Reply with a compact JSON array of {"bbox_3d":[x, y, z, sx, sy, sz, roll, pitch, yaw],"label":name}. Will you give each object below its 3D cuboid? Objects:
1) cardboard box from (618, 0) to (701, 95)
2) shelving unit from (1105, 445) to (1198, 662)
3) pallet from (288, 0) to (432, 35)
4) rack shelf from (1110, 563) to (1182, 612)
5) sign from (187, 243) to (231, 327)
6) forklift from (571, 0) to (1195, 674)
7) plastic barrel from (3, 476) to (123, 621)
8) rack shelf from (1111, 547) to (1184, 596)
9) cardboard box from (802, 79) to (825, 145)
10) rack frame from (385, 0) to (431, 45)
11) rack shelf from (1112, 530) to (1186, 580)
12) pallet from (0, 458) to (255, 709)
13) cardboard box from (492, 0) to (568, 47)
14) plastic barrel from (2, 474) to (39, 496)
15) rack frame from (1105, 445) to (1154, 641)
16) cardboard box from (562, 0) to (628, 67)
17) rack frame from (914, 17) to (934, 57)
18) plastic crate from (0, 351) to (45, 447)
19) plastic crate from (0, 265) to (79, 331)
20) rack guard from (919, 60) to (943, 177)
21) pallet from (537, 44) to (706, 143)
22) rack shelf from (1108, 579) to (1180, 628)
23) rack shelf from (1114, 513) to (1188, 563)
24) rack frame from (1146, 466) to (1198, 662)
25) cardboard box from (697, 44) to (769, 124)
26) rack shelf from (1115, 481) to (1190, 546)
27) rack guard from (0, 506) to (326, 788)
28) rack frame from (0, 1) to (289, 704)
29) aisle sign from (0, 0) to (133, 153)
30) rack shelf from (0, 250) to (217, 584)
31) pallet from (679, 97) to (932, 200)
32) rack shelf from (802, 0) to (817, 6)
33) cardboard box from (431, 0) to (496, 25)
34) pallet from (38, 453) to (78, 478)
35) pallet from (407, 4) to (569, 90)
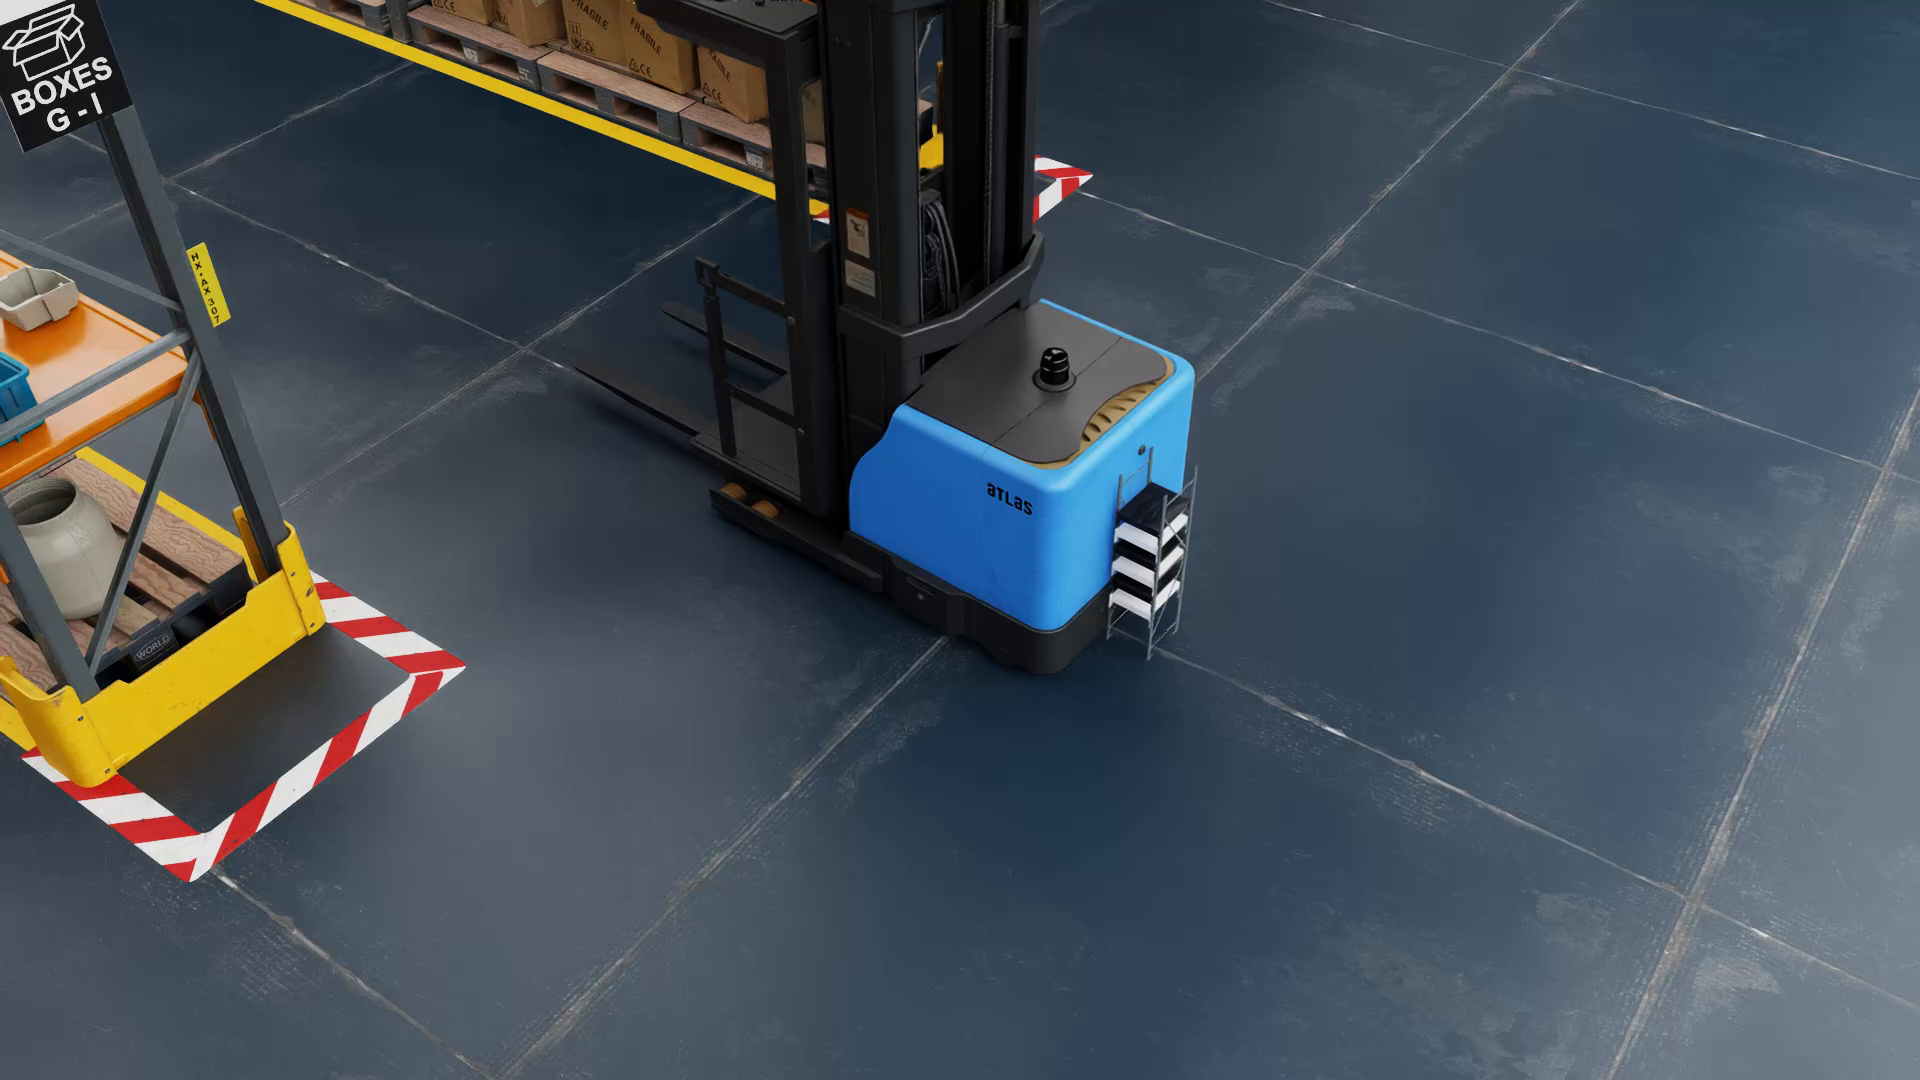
[{"bbox_3d":[-1.743,-3.161,10.341,0.500,0.500,0.500,30,50,29],"label":"cardboard box"},{"bbox_3d":[0.770,0.067,6.748,0.210,0.900,0.258,27,49,27],"label":"shelving unit"},{"bbox_3d":[-4.143,-4.017,11.829,1.213,0.211,1.003,25,48,25],"label":"pallet"},{"bbox_3d":[0.770,0.159,6.831,0.200,0.077,0.258,27,49,27],"label":"rack shelf"},{"bbox_3d":[-2.755,-0.925,6.075,0.005,0.325,0.100,25,48,25],"label":"sign"},{"bbox_3d":[-0.511,-1.357,6.817,3.031,2.935,1.130,27,49,27],"label":"forklift"},{"bbox_3d":[-3.657,0.037,6.758,0.421,0.512,0.421,0,42,0],"label":"plastic barrel"},{"bbox_3d":[0.770,0.092,6.771,0.200,0.077,0.258,27,49,27],"label":"rack shelf"},{"bbox_3d":[-0.732,-2.700,9.826,0.500,0.500,0.500,-33,51,-31],"label":"cardboard box"},{"bbox_3d":[-3.505,-4.759,10.567,0.127,3.000,1.000,25,48,25],"label":"rack frame"},{"bbox_3d":[0.770,0.025,6.711,0.200,0.077,0.258,27,49,27],"label":"rack shelf"},{"bbox_3d":[-3.825,0.199,7.118,1.213,0.211,1.003,25,48,25],"label":"pallet"},{"bbox_3d":[-2.727,-3.594,10.825,0.500,0.500,0.500,-26,48,-26],"label":"cardboard box"},{"bbox_3d":[-4.067,-0.155,6.973,0.421,0.512,0.421,0,42,0],"label":"plastic barrel"},{"bbox_3d":[0.690,0.026,6.795,0.006,0.900,0.240,27,49,27],"label":"rack frame"},{"bbox_3d":[-2.174,-3.399,10.607,0.500,0.500,0.500,21,46,22],"label":"cardboard box"},{"bbox_3d":[-0.230,-3.227,8.856,0.127,3.000,1.000,25,48,25],"label":"rack frame"},{"bbox_3d":[-3.656,-0.496,5.915,0.616,0.251,0.499,25,48,25],"label":"plastic crate"},{"bbox_3d":[-3.622,-0.943,6.501,0.250,0.136,0.298,25,48,25],"label":"plastic crate"},{"bbox_3d":[-0.292,-2.325,9.722,0.348,0.500,1.175,25,48,25],"label":"rack guard"},{"bbox_3d":[-1.932,-3.015,10.710,1.213,0.211,1.003,25,48,25],"label":"pallet"},{"bbox_3d":[0.770,0.226,6.891,0.200,0.077,0.258,27,49,27],"label":"rack shelf"},{"bbox_3d":[0.770,-0.042,6.651,0.200,0.077,0.258,27,49,27],"label":"rack shelf"},{"bbox_3d":[0.850,0.109,6.702,0.006,0.900,0.240,27,49,27],"label":"rack frame"},{"bbox_3d":[-1.241,-2.911,10.061,0.500,0.500,0.500,-29,49,-28],"label":"cardboard box"},{"bbox_3d":[0.770,-0.109,6.591,0.200,0.077,0.258,27,49,27],"label":"rack shelf"},{"bbox_3d":[-3.163,0.405,6.671,0.348,0.500,1.175,25,48,25],"label":"rack guard"},{"bbox_3d":[-3.074,-0.523,5.834,0.127,3.000,1.000,25,48,25],"label":"rack frame"},{"bbox_3d":[-2.847,-1.624,5.115,0.004,0.787,0.394,25,48,25],"label":"aisle sign"},{"bbox_3d":[-4.712,-1.021,6.929,4.000,0.370,1.077,25,48,25],"label":"rack shelf"},{"bbox_3d":[-0.937,-2.548,10.187,1.213,0.211,1.003,25,48,25],"label":"pallet"},{"bbox_3d":[-1.868,-3.725,9.951,4.000,0.370,1.077,25,48,25],"label":"rack shelf"},{"bbox_3d":[-3.201,-3.809,11.065,0.500,0.500,0.500,24,47,24],"label":"cardboard box"},{"bbox_3d":[-4.820,-0.269,7.641,1.213,0.211,1.003,25,48,25],"label":"pallet"},{"bbox_3d":[-2.935,-3.482,11.231,1.213,0.211,1.003,25,48,25],"label":"pallet"}]
